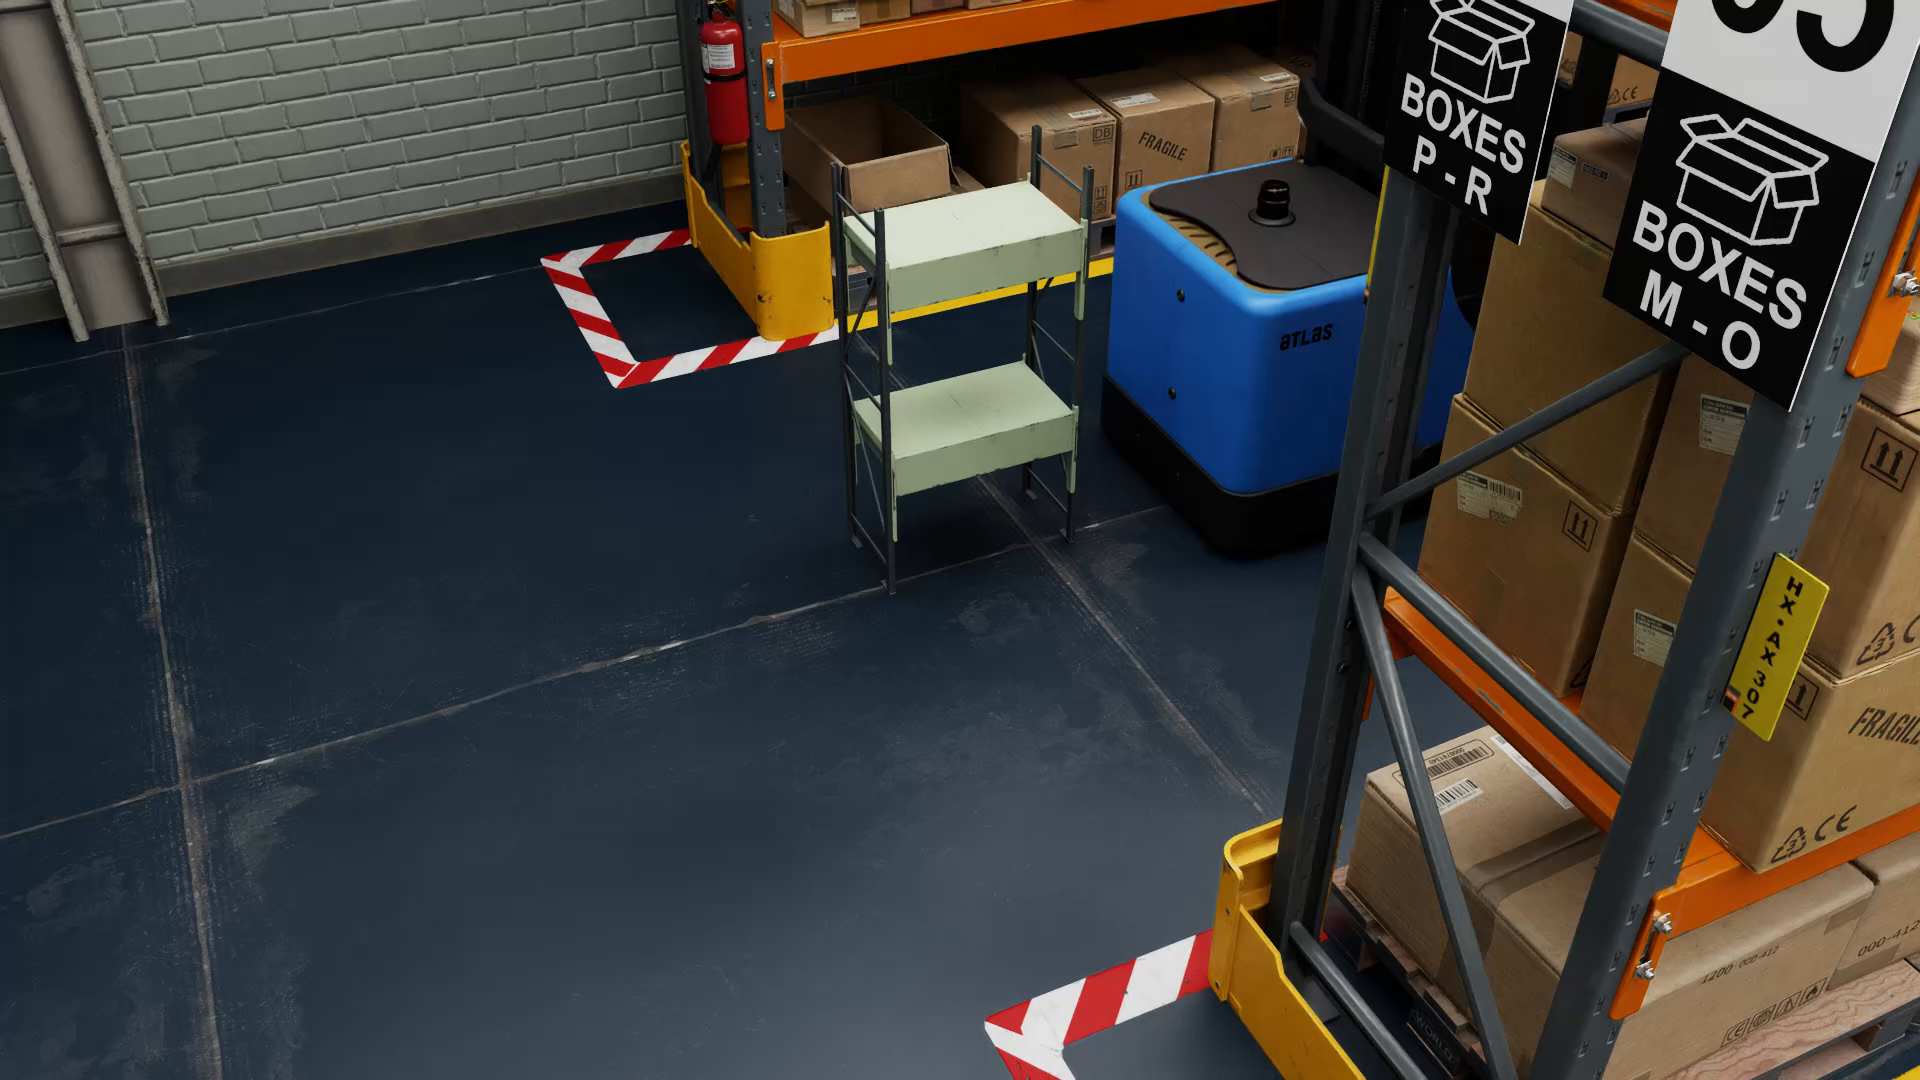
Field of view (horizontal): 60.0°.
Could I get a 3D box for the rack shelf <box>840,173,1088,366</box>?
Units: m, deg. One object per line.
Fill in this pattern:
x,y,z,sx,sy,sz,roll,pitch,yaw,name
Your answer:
0.006,-0.918,5.573,0.720,0.370,0.431,-16,39,-20,rack shelf

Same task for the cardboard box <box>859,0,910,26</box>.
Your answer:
-0.398,-2.343,7.102,0.250,0.149,0.380,-15,39,-19,cardboard box

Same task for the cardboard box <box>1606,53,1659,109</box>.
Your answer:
3.609,-2.738,9.169,0.500,0.500,0.500,-16,40,-21,cardboard box

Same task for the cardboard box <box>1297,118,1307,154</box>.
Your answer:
1.895,-2.113,8.523,0.258,0.266,0.396,-14,39,-18,cardboard box

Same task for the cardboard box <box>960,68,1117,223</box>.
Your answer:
0.361,-1.883,8.017,0.500,0.500,0.700,-14,39,-18,cardboard box

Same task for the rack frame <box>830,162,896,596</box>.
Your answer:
-0.325,-0.511,5.681,0.023,1.500,0.400,-16,39,-20,rack frame

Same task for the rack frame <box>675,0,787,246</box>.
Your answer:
-1.023,-2.419,6.994,0.127,3.000,1.000,-16,39,-20,rack frame

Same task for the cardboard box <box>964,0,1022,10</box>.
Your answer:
0.080,-2.459,7.259,0.250,0.149,0.380,-14,39,-19,cardboard box

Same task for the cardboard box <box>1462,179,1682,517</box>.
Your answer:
1.425,-0.436,3.396,0.500,0.500,0.500,-14,39,-18,cardboard box

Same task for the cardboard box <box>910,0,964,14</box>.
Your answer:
-0.175,-2.428,7.217,0.250,0.149,0.380,-16,40,-21,cardboard box

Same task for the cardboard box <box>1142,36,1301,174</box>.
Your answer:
1.301,-2.146,8.371,0.500,0.500,0.700,-17,40,-22,cardboard box

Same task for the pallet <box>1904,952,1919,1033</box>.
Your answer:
2.883,0.825,4.960,1.213,0.211,1.003,-16,39,-20,pallet

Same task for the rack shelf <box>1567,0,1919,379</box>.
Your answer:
2.900,-1.166,3.390,4.000,0.370,1.077,-16,39,-20,rack shelf

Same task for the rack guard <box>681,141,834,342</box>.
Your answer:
-0.954,-1.435,7.765,0.348,0.500,1.175,-16,39,-20,rack guard

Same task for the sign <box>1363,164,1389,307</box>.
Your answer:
0.872,-0.600,3.370,0.005,0.325,0.100,-16,39,-20,sign

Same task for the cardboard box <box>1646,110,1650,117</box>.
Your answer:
1.549,-0.722,3.238,0.250,0.149,0.380,-15,39,-19,cardboard box

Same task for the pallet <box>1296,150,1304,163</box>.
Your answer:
1.976,-2.139,8.956,1.213,0.211,1.003,-16,39,-20,pallet

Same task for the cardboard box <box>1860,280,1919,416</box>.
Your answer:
1.529,-0.386,2.785,0.250,0.149,0.380,-15,39,-19,cardboard box

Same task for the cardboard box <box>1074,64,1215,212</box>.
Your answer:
0.883,-1.963,8.125,0.500,0.500,0.500,-15,39,-19,cardboard box

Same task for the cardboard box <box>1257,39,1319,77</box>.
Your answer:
1.900,-2.481,8.981,0.500,0.311,0.500,-14,39,-18,cardboard box

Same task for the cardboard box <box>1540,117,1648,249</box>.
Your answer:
1.329,-0.645,3.134,0.250,0.149,0.380,-15,39,-19,cardboard box

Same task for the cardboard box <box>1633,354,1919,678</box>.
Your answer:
1.645,-0.153,3.015,0.500,0.500,0.500,-16,40,-21,cardboard box

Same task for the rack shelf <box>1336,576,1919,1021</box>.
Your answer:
2.900,0.039,4.283,4.000,0.370,1.077,-16,39,-20,rack shelf

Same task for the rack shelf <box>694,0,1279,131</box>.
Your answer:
0.788,-2.637,7.891,4.000,0.370,1.077,-16,39,-20,rack shelf

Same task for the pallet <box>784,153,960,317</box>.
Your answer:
-0.233,-1.521,8.124,1.213,0.211,1.003,-16,39,-20,pallet

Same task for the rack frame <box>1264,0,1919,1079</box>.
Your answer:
1.090,0.256,3.386,0.127,3.000,1.000,-16,39,-20,rack frame

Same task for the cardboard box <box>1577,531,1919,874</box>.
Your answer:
1.646,0.250,3.312,0.500,0.500,0.500,-16,39,-20,cardboard box

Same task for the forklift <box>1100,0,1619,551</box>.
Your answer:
2.132,-1.720,6.109,3.031,2.935,1.130,-15,39,-19,forklift

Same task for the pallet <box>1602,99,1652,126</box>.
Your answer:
3.318,-2.538,9.495,1.213,0.211,1.003,-16,39,-20,pallet

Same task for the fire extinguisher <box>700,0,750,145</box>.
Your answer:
-0.960,-1.952,6.742,0.183,0.674,0.296,-16,39,-20,fire extinguisher

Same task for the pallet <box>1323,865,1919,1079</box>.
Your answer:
1.780,1.132,4.547,1.213,0.211,1.003,-16,39,-20,pallet

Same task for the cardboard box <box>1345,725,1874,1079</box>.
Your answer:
1.645,0.896,4.323,0.875,0.438,0.875,-17,40,-21,cardboard box

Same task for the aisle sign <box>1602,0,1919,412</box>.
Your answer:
1.148,-0.613,2.377,0.004,0.787,0.394,-16,39,-20,aisle sign

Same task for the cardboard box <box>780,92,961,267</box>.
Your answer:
-0.429,-1.689,7.753,0.637,0.503,0.797,-17,40,-22,cardboard box

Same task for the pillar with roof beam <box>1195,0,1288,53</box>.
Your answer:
3.414,-3.830,3.860,0.400,9.000,9.100,-16,39,-20,pillar with roof beam

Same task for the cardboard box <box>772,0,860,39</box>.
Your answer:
-0.609,-2.254,6.982,0.250,0.149,0.380,-16,39,-20,cardboard box

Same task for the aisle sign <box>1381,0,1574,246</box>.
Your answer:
0.893,-0.937,2.813,0.004,0.787,0.394,-16,39,-20,aisle sign

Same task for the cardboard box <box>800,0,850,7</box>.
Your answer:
-0.498,-2.448,6.909,0.500,0.250,0.500,-15,39,-20,cardboard box

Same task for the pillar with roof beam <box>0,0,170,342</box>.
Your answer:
-2.017,-2.311,1.812,0.400,9.000,9.100,-16,39,-20,pillar with roof beam

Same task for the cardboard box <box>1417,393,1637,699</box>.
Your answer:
1.414,-0.049,3.714,0.500,0.500,0.500,-15,39,-20,cardboard box

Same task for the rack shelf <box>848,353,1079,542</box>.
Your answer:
0.006,-0.342,6.000,0.720,0.370,0.431,-16,39,-20,rack shelf

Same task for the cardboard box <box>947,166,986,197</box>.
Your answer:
-0.028,-1.633,7.975,0.250,0.149,0.380,-17,40,-22,cardboard box

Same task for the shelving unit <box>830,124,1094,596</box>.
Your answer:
0.006,-0.604,5.805,0.755,1.500,0.431,-16,39,-20,shelving unit

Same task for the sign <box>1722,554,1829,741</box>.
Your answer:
1.320,0.178,2.699,0.005,0.325,0.100,-16,39,-20,sign

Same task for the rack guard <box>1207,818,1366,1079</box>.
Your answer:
1.068,1.266,4.123,0.348,0.500,1.175,-16,39,-20,rack guard

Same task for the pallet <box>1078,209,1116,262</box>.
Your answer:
0.870,-1.827,8.537,1.213,0.211,1.003,-16,39,-20,pallet

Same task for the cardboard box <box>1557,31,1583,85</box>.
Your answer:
3.132,-2.598,8.980,0.500,0.500,0.500,-14,39,-18,cardboard box

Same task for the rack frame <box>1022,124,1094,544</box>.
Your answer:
0.337,-0.697,5.930,0.023,1.500,0.400,-16,39,-20,rack frame

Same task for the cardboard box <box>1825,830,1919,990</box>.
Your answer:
2.469,0.660,4.641,0.875,0.438,0.875,-15,39,-19,cardboard box
